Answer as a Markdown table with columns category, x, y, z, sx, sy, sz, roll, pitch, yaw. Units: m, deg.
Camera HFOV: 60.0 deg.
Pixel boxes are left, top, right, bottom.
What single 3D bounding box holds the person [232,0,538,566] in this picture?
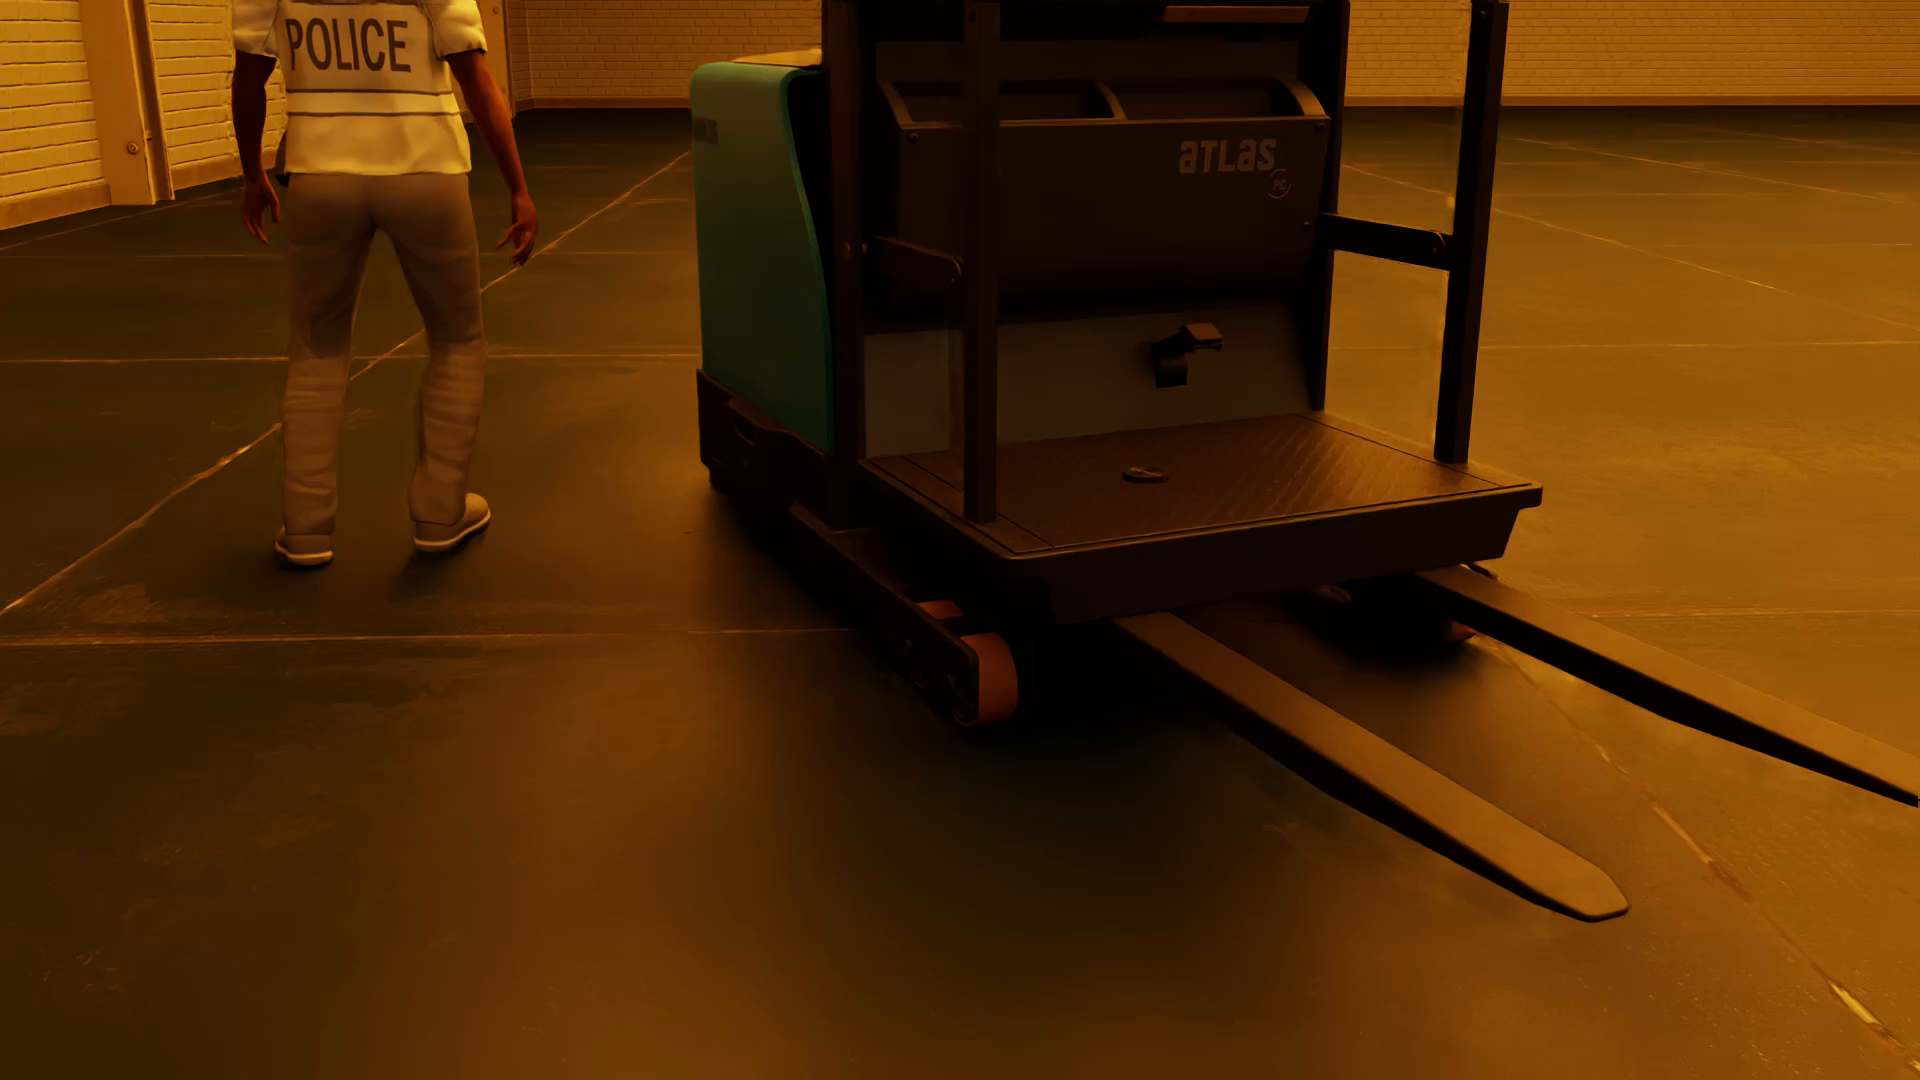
| category | x | y | z | sx | sy | sz | roll | pitch | yaw |
| --- | --- | --- | --- | --- | --- | --- | --- | --- | --- |
| person | -1.272 | -0.764 | 3.662 | 0.691 | 1.625 | 0.406 | -2 | 17 | -5 |

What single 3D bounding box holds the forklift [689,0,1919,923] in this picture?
| category | x | y | z | sx | sy | sz | roll | pitch | yaw |
| --- | --- | --- | --- | --- | --- | --- | --- | --- | --- |
| forklift | 0.377 | -1.220 | 2.897 | 1.130 | 2.935 | 3.031 | -7 | 18 | -23 |
